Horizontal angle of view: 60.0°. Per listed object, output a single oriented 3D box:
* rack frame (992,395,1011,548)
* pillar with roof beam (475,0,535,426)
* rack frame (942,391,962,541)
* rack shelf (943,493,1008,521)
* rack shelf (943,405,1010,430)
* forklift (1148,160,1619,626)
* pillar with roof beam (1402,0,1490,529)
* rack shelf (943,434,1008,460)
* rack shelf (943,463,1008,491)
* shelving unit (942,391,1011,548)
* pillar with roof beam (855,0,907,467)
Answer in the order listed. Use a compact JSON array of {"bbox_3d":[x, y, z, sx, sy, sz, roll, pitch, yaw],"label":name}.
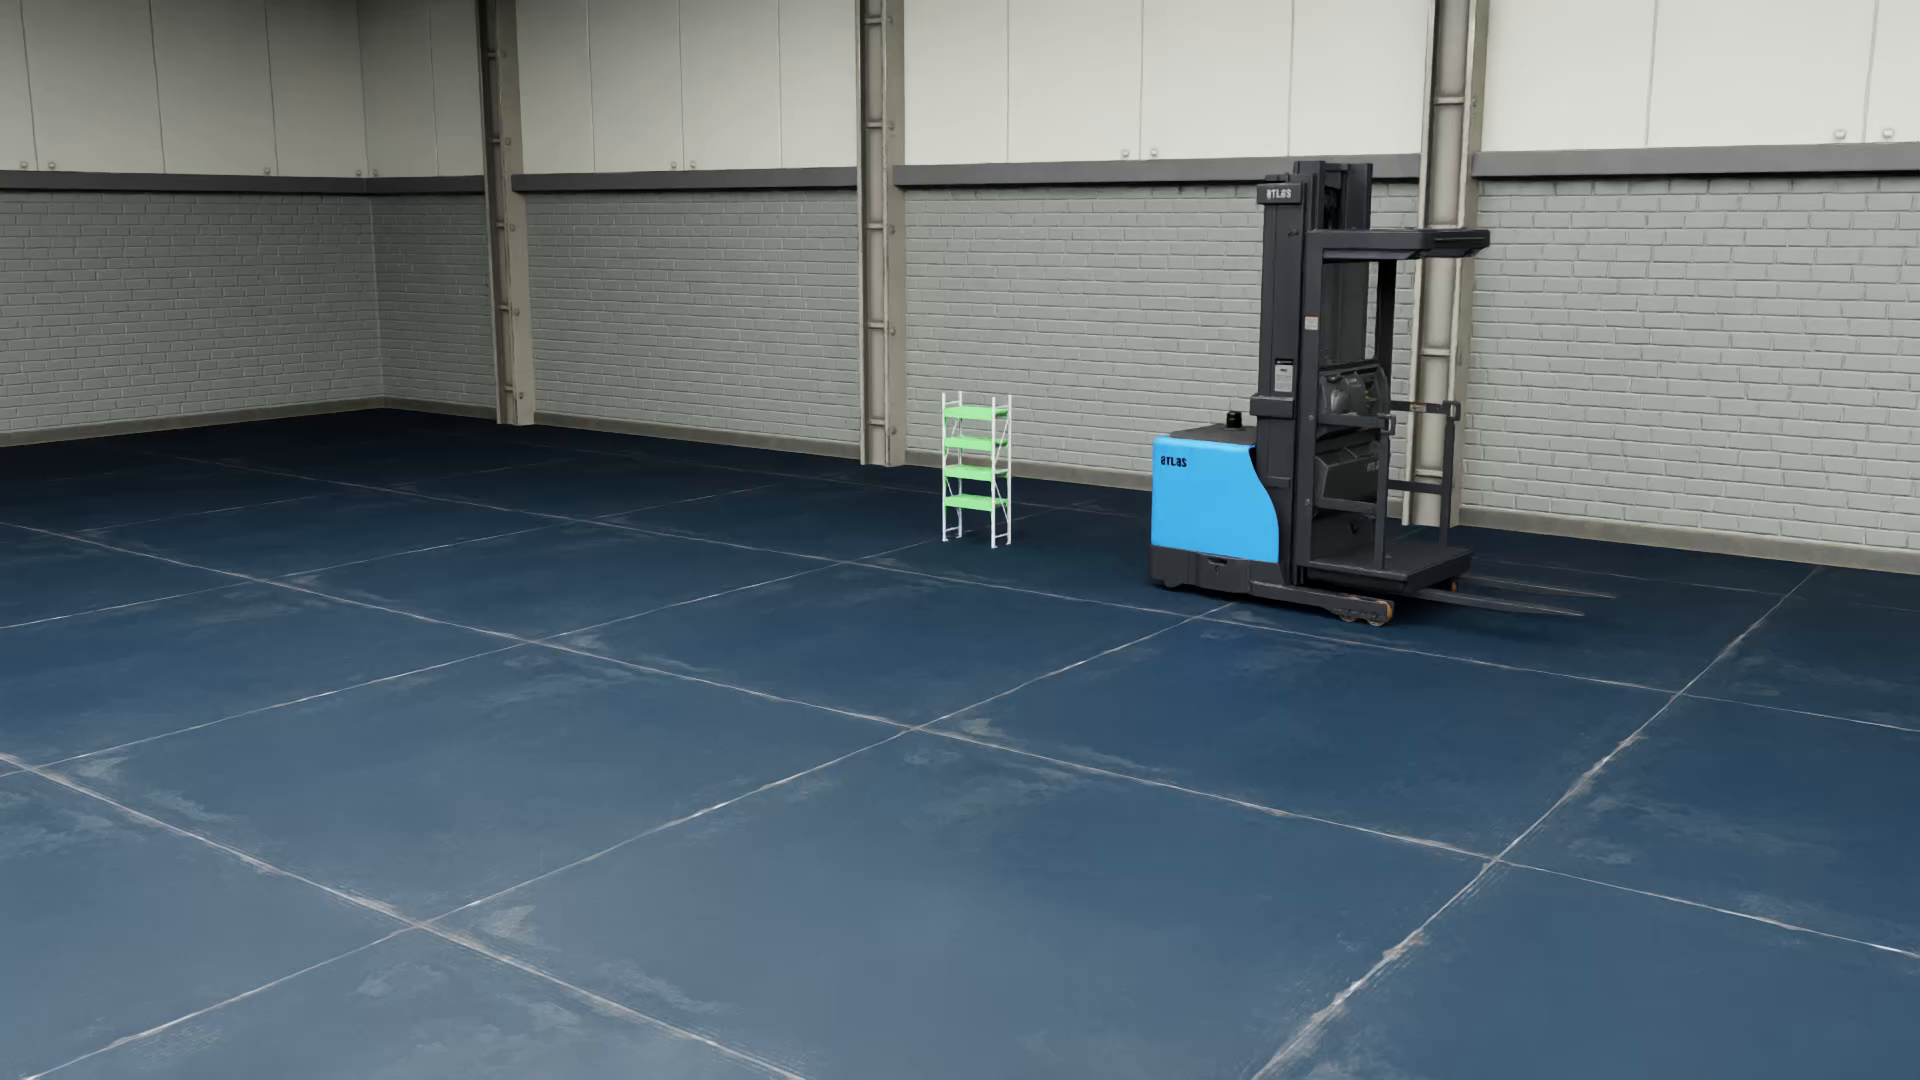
[{"bbox_3d":[0.330,-0.543,13.178,0.015,1.200,0.240,8,13,36],"label":"rack frame"},{"bbox_3d":[-8.198,-5.241,16.927,0.400,9.000,9.100,8,13,36],"label":"pillar with roof beam"},{"bbox_3d":[-0.063,-0.598,13.461,0.015,1.200,0.240,8,13,36],"label":"rack frame"},{"bbox_3d":[0.133,-0.272,13.377,0.480,0.148,0.258,8,13,36],"label":"rack shelf"},{"bbox_3d":[0.133,-0.979,13.240,0.480,0.148,0.258,8,13,36],"label":"rack shelf"},{"bbox_3d":[2.792,-0.998,10.973,3.031,2.935,1.130,9,14,39],"label":"forklift"},{"bbox_3d":[1.474,-3.891,9.953,0.400,9.000,9.100,8,13,36],"label":"pillar with roof beam"},{"bbox_3d":[0.133,-0.743,13.286,0.480,0.148,0.258,8,13,36],"label":"rack shelf"},{"bbox_3d":[0.133,-0.508,13.332,0.480,0.148,0.258,8,13,36],"label":"rack shelf"},{"bbox_3d":[0.133,-0.570,13.320,0.503,1.200,0.258,8,13,36],"label":"shelving unit"},{"bbox_3d":[-3.362,-4.566,13.440,0.400,9.000,9.100,8,13,36],"label":"pillar with roof beam"}]
